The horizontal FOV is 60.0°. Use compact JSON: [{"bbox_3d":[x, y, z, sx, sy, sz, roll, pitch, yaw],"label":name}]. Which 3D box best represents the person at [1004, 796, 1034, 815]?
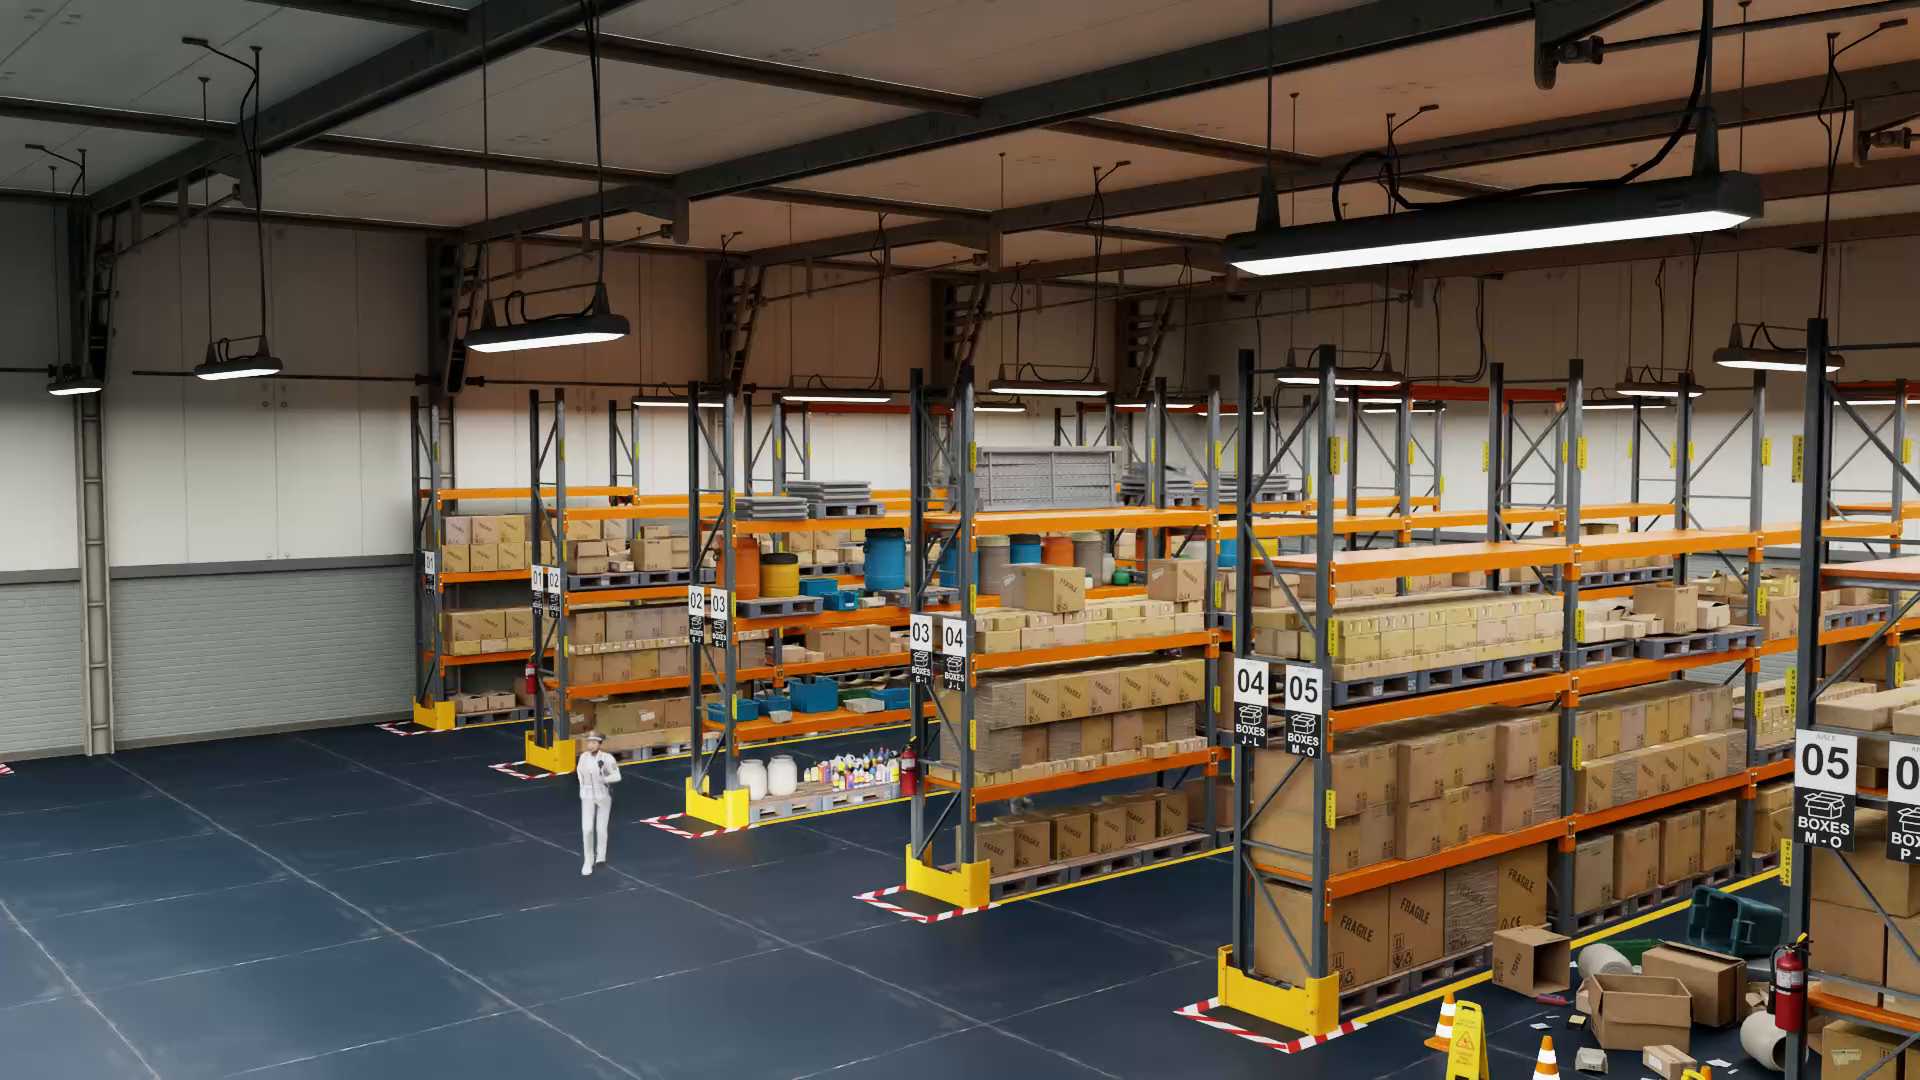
[{"bbox_3d":[0.804,3.004,21.878,0.708,1.732,0.733,3,4,37],"label":"person"}]

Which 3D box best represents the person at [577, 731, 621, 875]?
[{"bbox_3d":[-4.365,3.154,20.039,0.578,1.757,0.711,0,3,-1],"label":"person"}]
